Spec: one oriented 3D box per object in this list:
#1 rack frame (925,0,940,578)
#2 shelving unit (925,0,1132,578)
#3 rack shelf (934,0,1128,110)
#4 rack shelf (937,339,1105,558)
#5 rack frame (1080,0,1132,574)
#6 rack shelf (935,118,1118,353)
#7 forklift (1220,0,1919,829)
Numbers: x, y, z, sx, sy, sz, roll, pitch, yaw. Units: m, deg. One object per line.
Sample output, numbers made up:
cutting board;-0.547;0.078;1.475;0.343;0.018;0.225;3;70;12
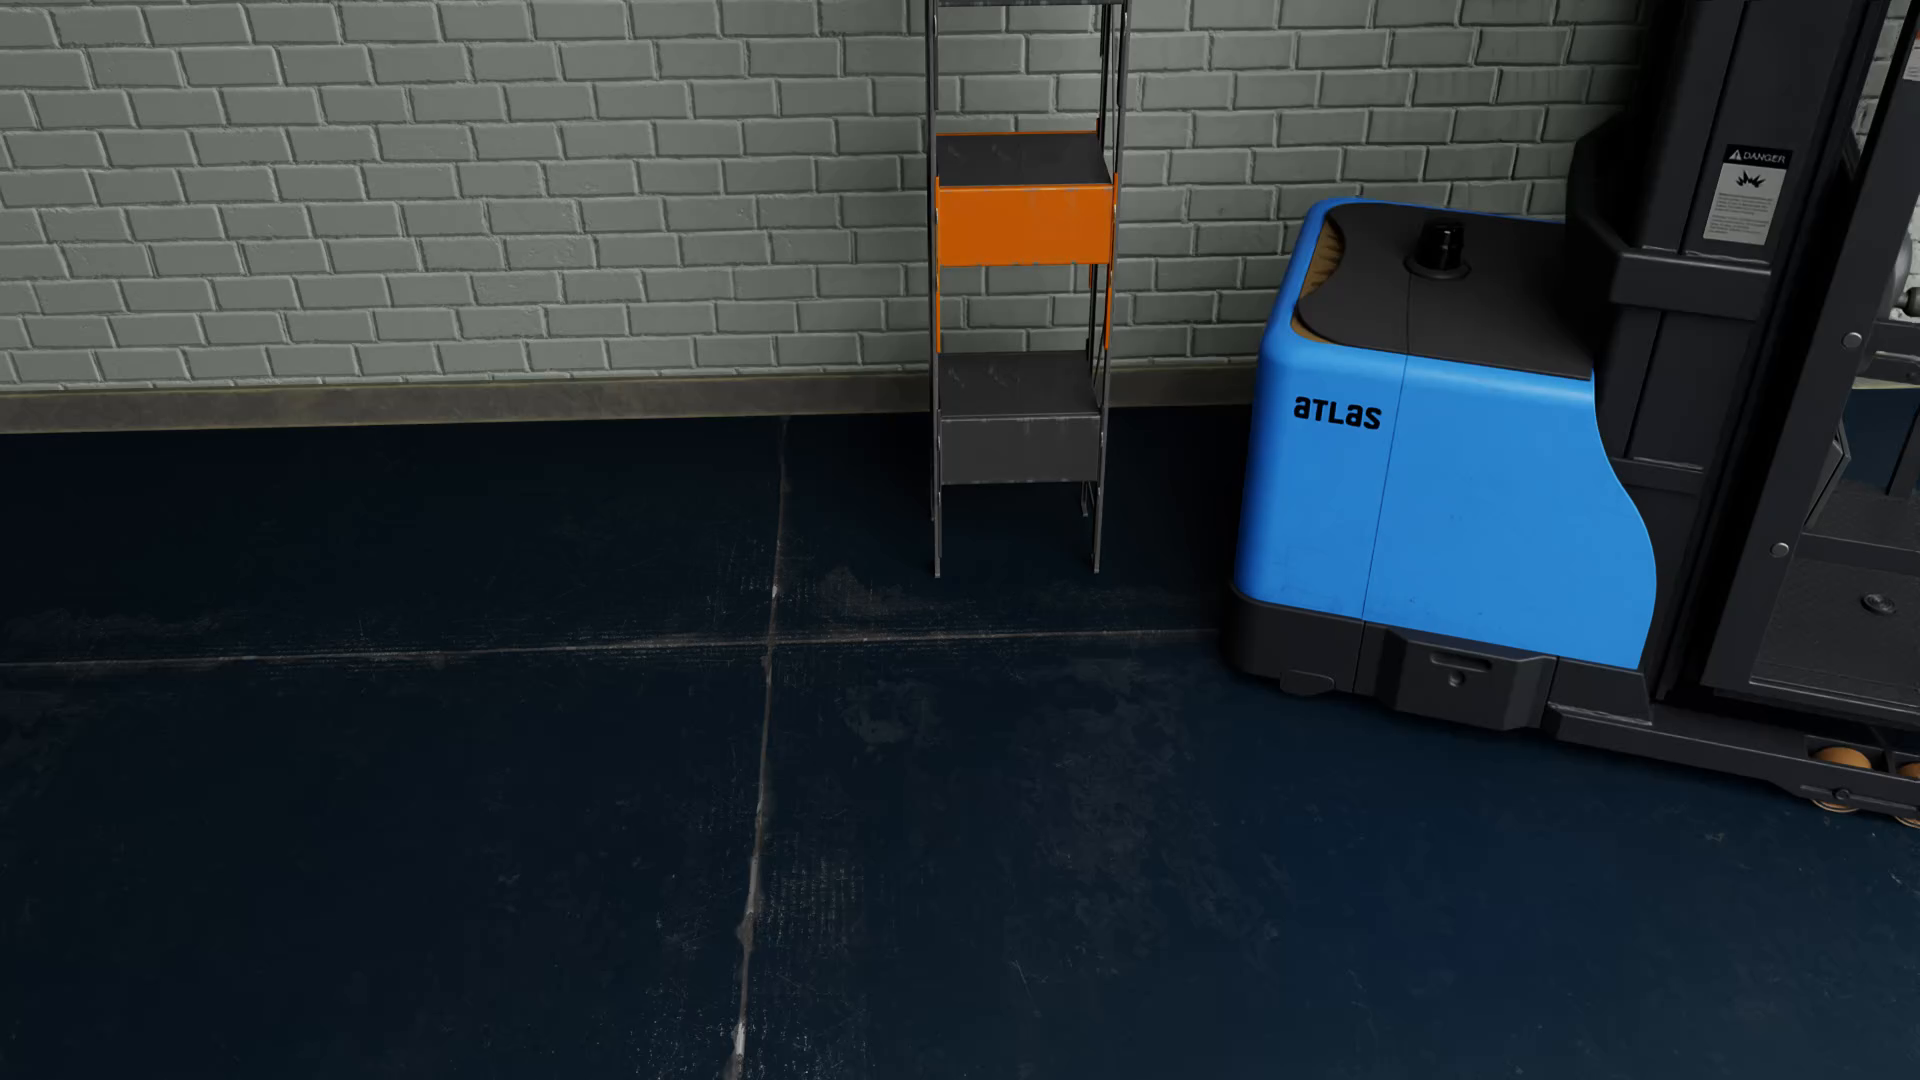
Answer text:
rack frame;-0.078;-0.861;4.649;0.015;2.100;0.400;-2;35;-2
shelving unit;0.165;-0.868;4.659;0.503;2.100;0.431;-2;35;-2
rack shelf;0.165;-1.432;4.268;0.480;0.518;0.431;-2;35;-2
rack shelf;0.165;-0.281;5.065;0.480;0.518;0.431;-2;35;-2
rack frame;0.409;-0.874;4.668;0.015;2.100;0.400;-2;35;-2
rack shelf;0.165;-0.857;4.667;0.480;0.518;0.431;-2;35;-2
forklift;2.307;-0.817;3.855;3.031;2.935;1.130;10;36;14
